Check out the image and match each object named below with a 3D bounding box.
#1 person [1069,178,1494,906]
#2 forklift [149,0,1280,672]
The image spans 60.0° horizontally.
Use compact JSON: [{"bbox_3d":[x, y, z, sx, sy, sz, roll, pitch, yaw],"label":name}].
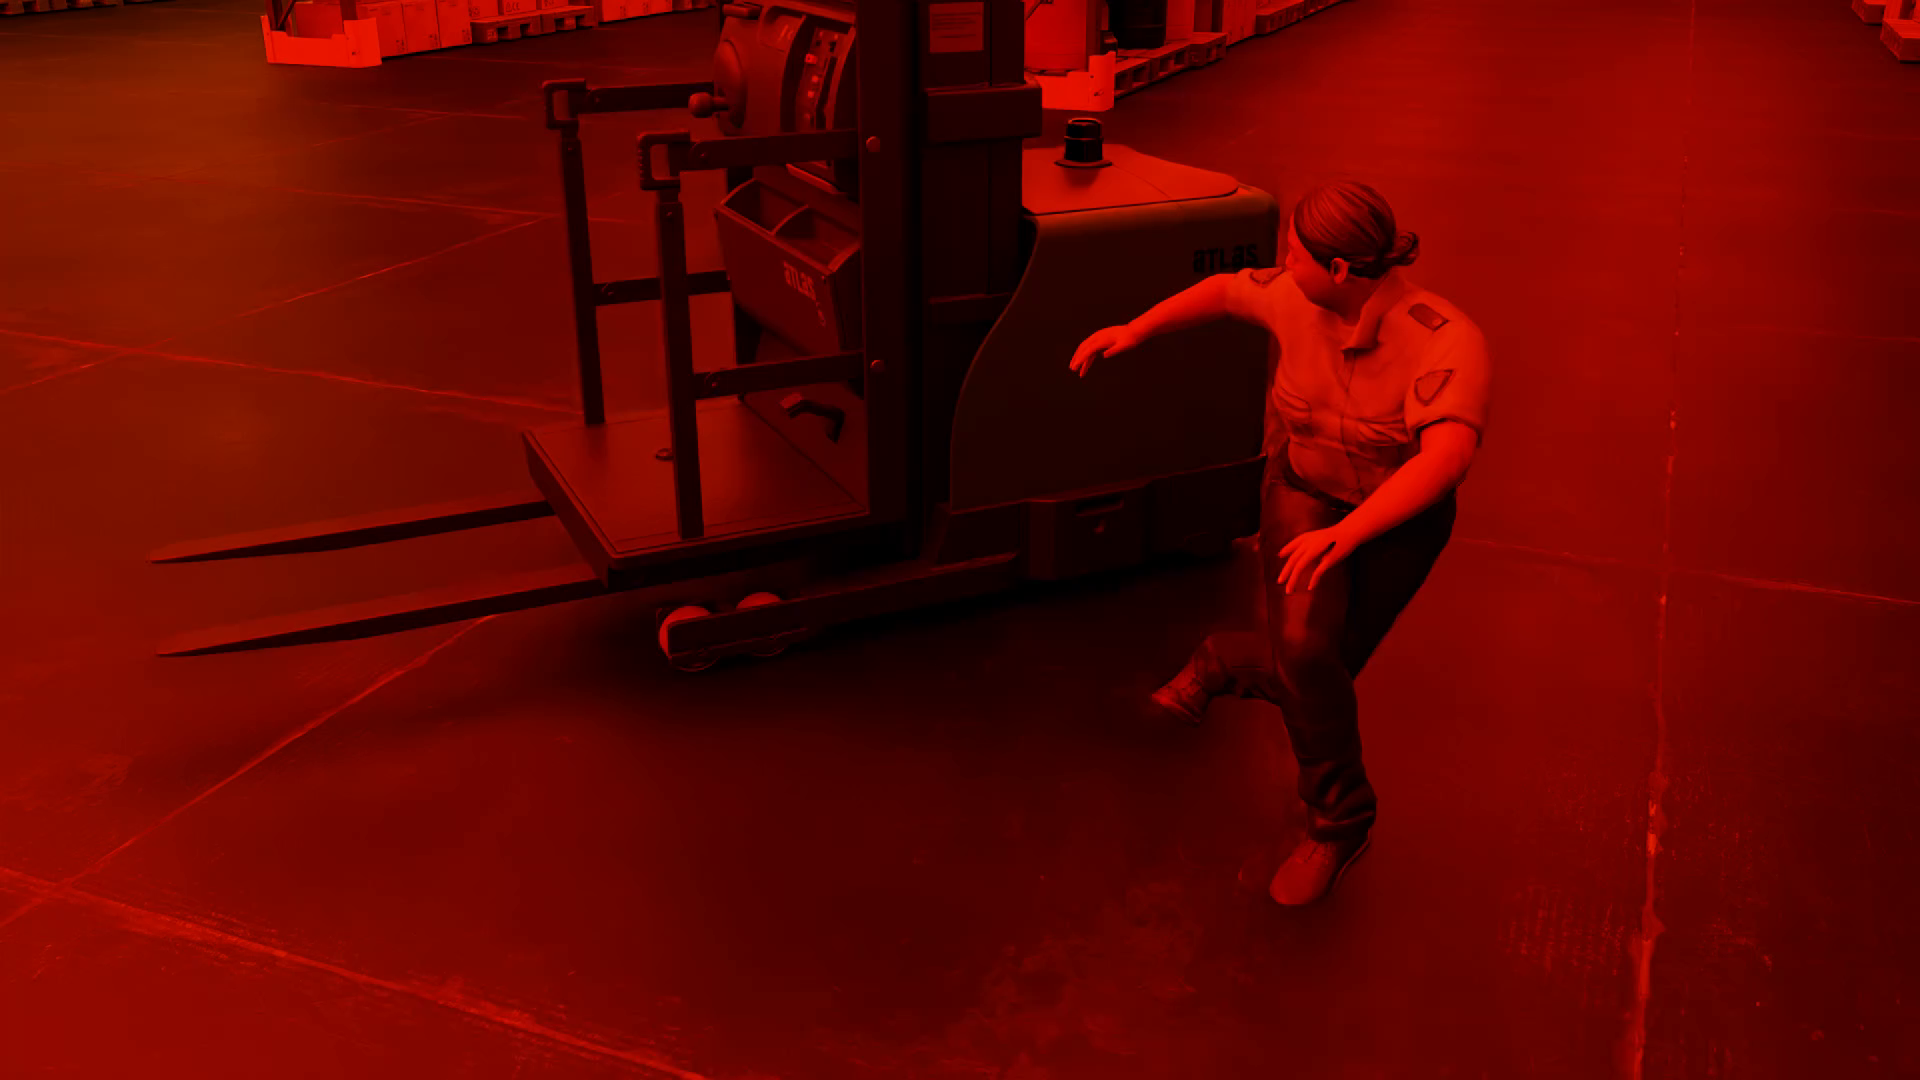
[{"bbox_3d":[0.597,-0.012,3.344,0.836,1.443,1.081,8,24,18],"label":"person"},{"bbox_3d":[-0.649,-1.245,4.271,3.031,2.935,1.130,-10,25,-23],"label":"forklift"}]
